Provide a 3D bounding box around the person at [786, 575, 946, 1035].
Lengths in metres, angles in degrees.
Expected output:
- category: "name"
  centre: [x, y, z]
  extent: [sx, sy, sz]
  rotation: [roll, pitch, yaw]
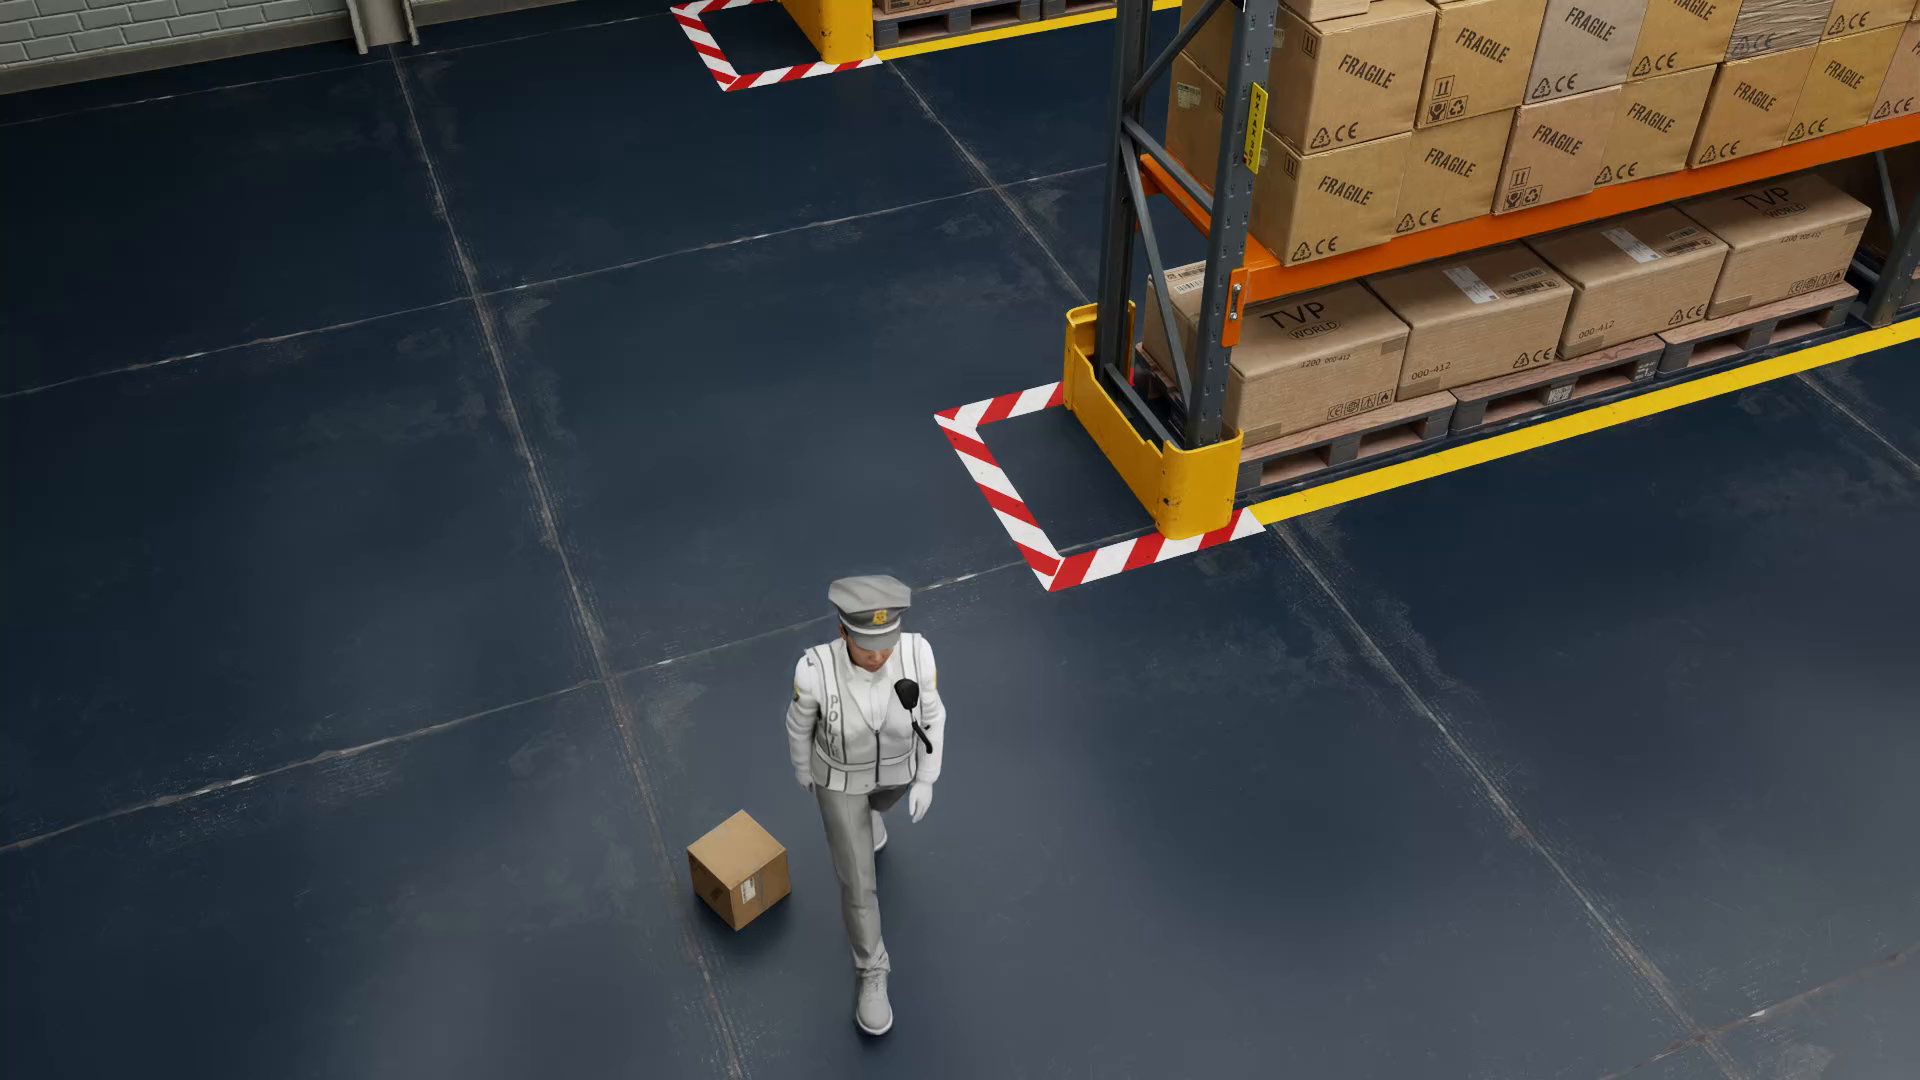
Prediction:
- category: "person"
  centre: [-0.288, 0.716, 5.346]
  extent: [0.487, 1.631, 0.988]
  rotation: [-14, 44, -15]
